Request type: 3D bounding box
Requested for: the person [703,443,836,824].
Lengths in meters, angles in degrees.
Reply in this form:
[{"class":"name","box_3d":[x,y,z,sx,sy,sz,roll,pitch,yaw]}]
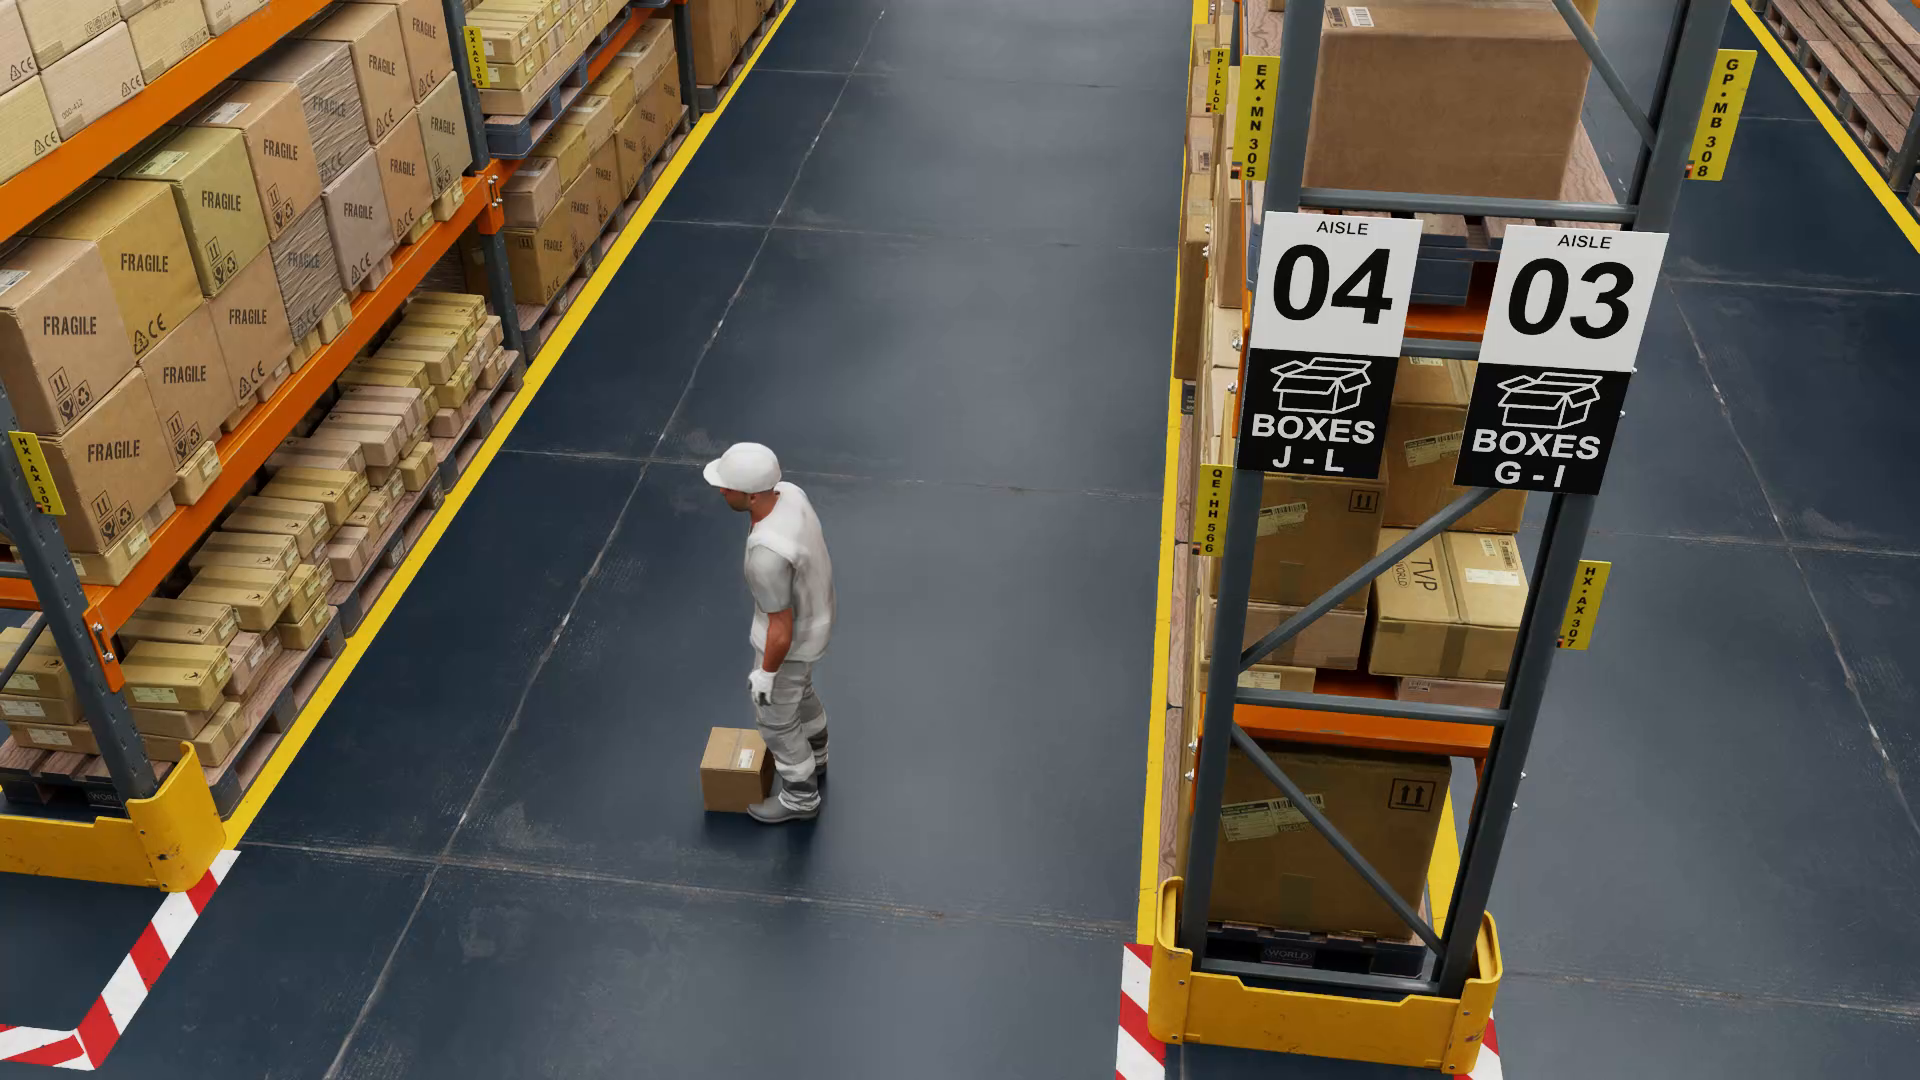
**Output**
[{"class":"person","box_3d":[-0.709,0.369,6.516,0.446,1.780,0.620,2,36,3]}]
